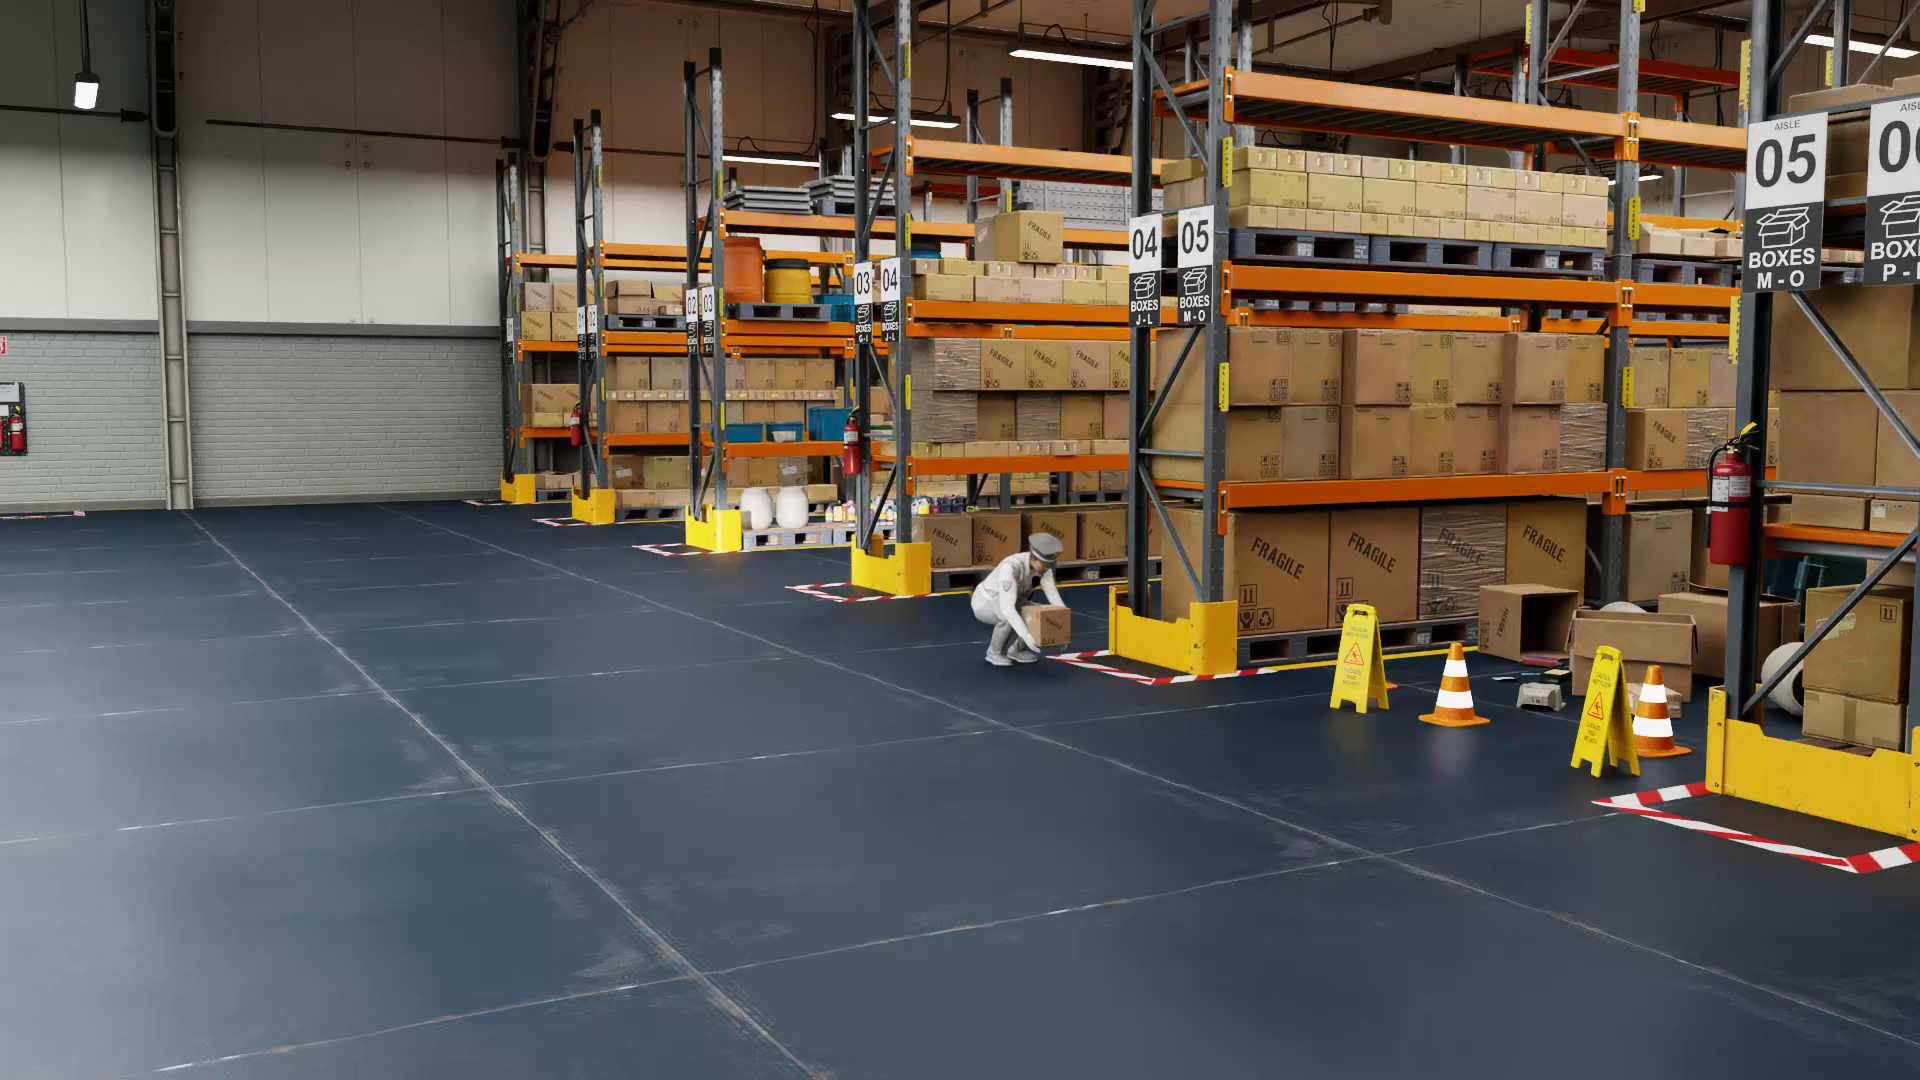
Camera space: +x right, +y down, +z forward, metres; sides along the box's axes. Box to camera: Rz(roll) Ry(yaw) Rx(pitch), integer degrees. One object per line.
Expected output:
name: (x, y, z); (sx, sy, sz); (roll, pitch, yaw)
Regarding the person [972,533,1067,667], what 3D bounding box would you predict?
person: (0.418, 0.425, 11.808); (0.505, 0.959, 0.834); (-3, 6, -33)
